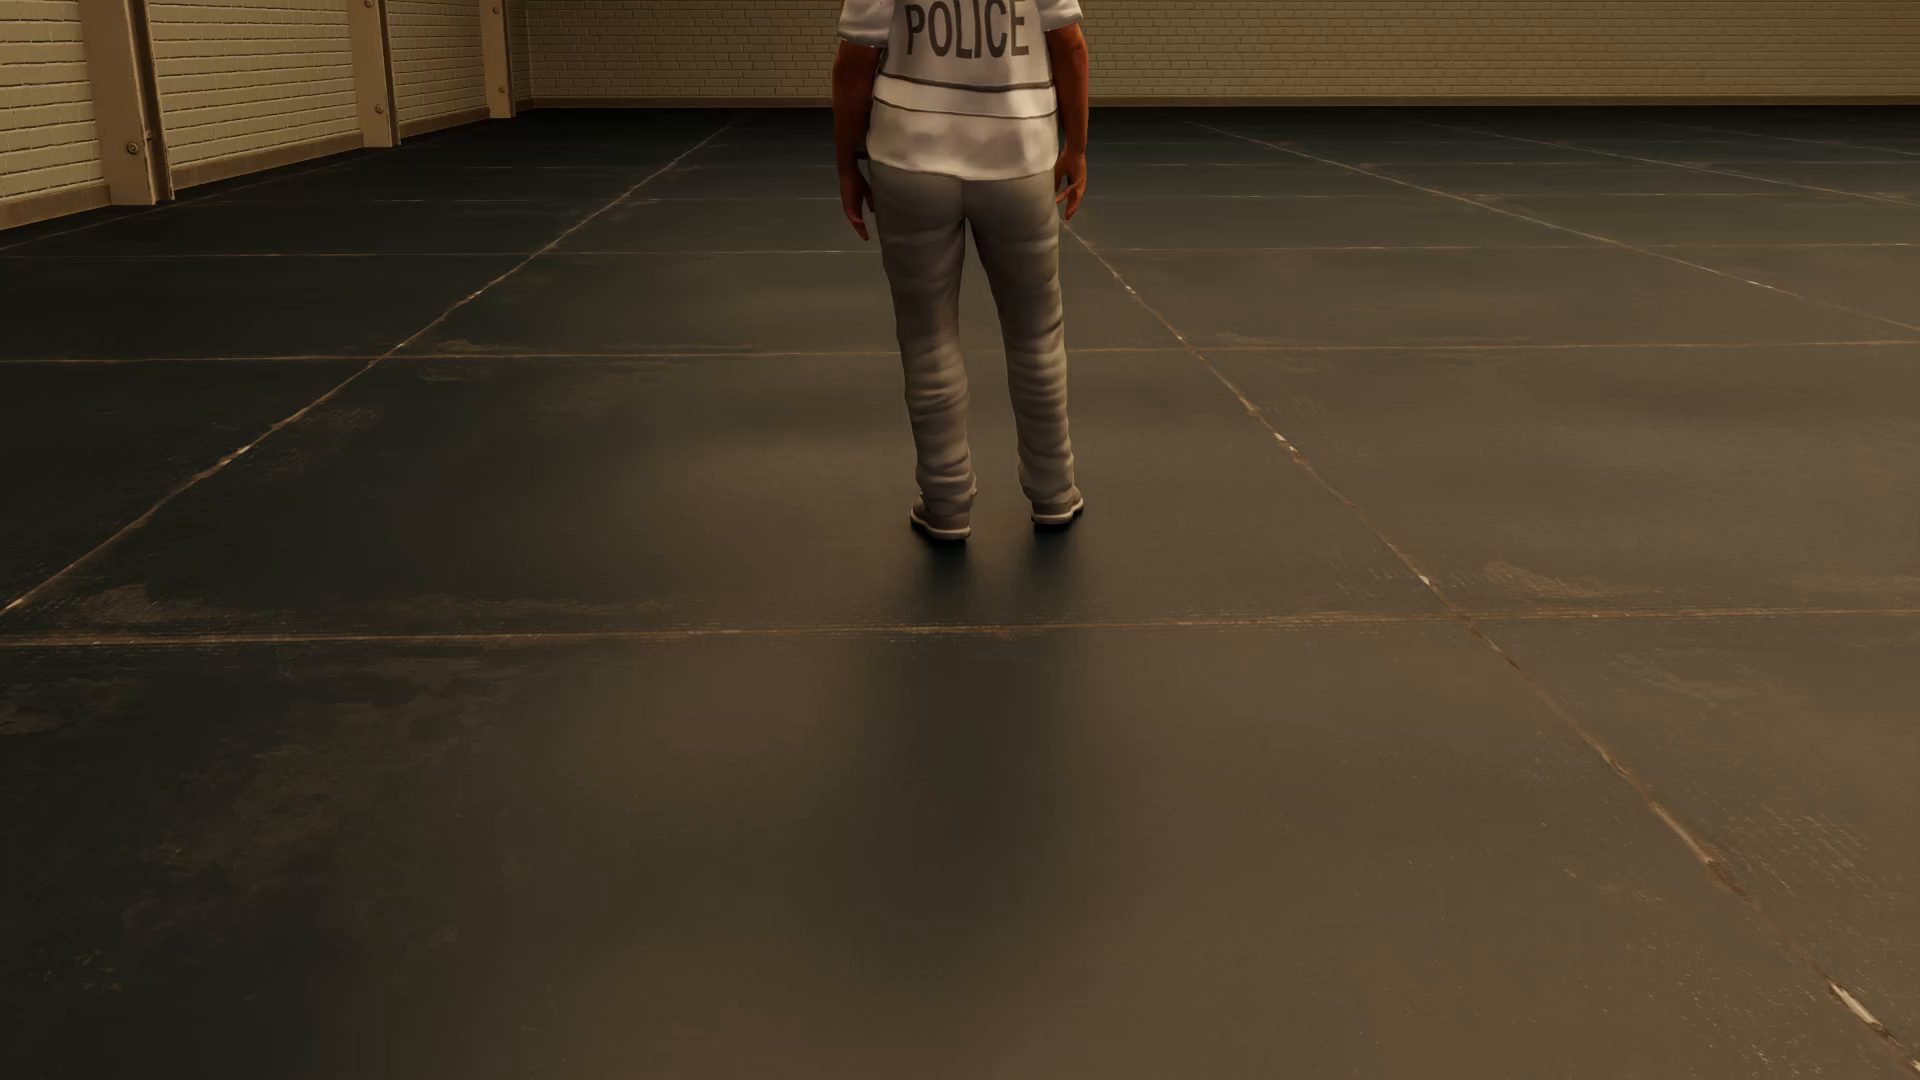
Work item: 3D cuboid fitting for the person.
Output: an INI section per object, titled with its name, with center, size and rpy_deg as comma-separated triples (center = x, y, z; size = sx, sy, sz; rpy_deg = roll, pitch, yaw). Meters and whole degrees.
[person]
center = 0.019, -0.826, 3.747
size = 0.598, 1.670, 0.529
rpy_deg = -1, 17, -3
